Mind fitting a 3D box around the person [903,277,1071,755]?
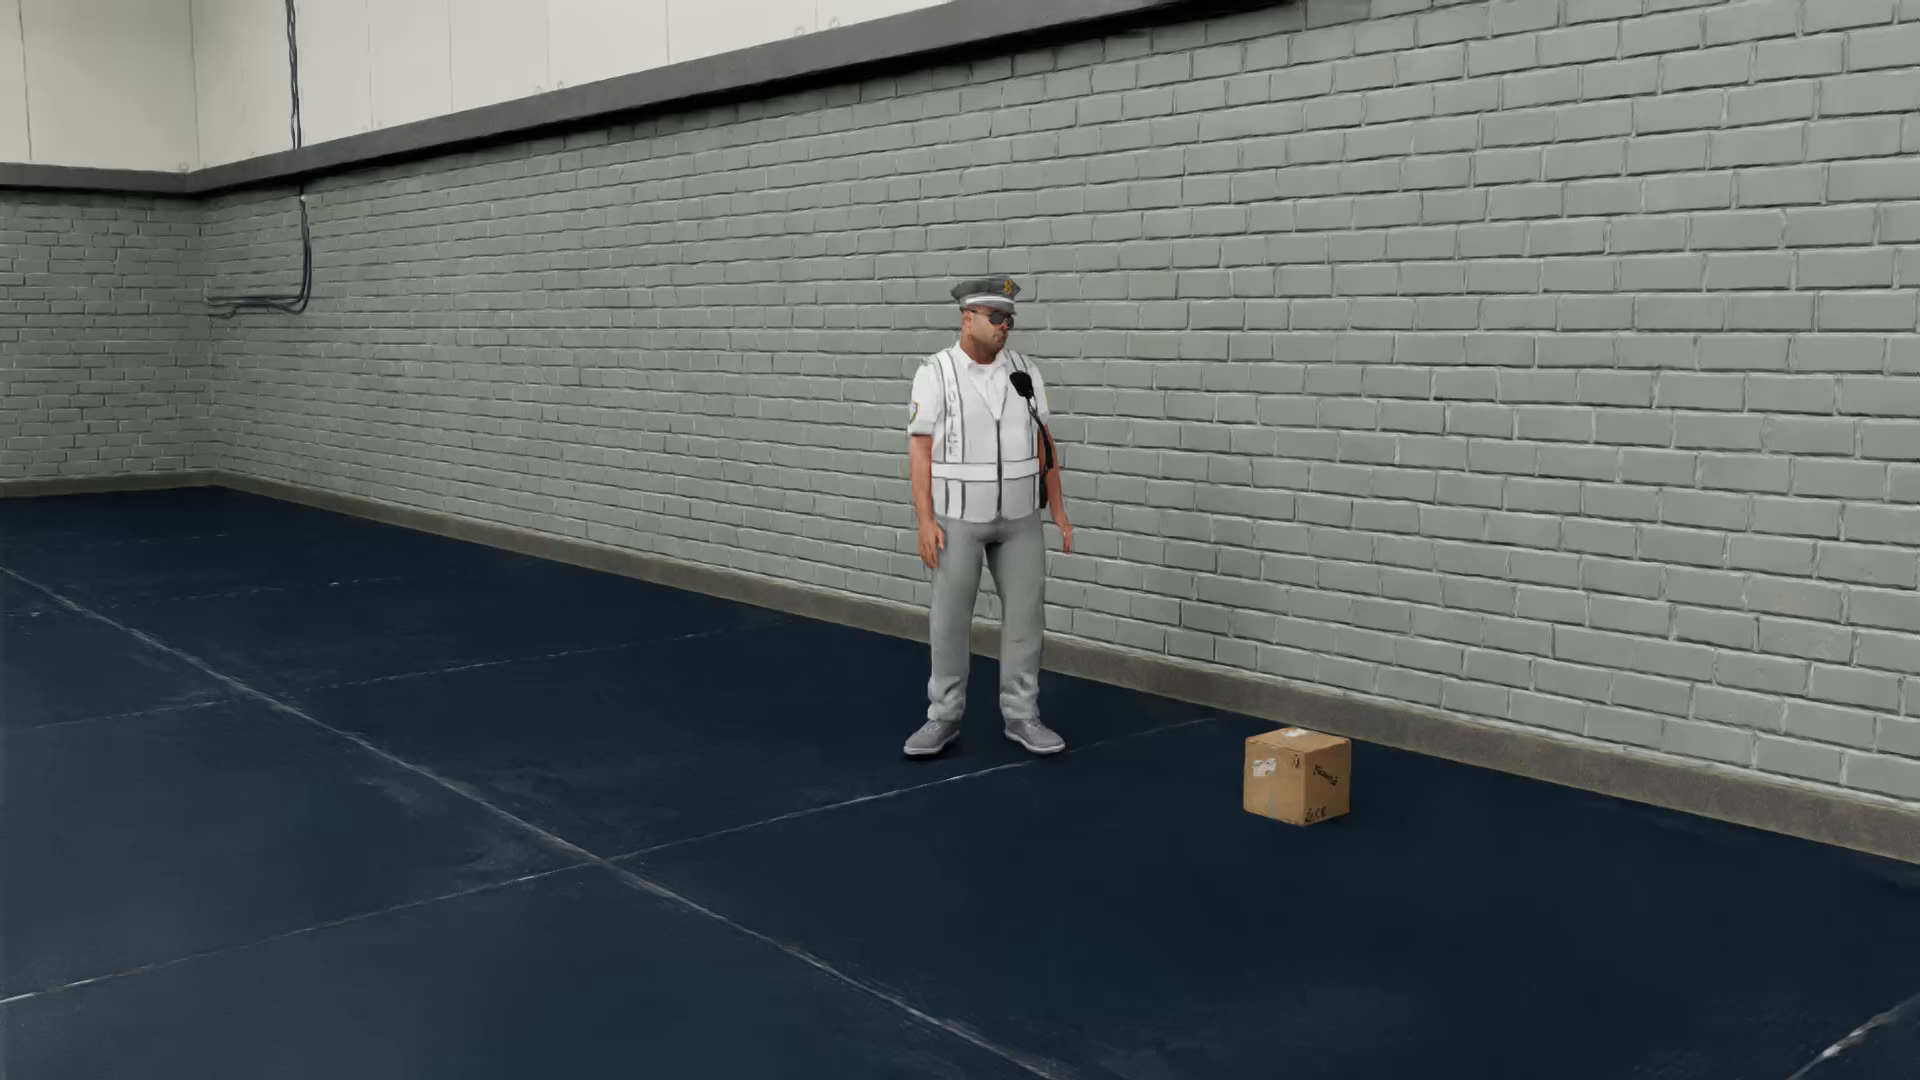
[{"bbox_3d":[0.099,-0.087,6.207,0.655,1.766,0.408,-2,8,-16],"label":"person"}]
